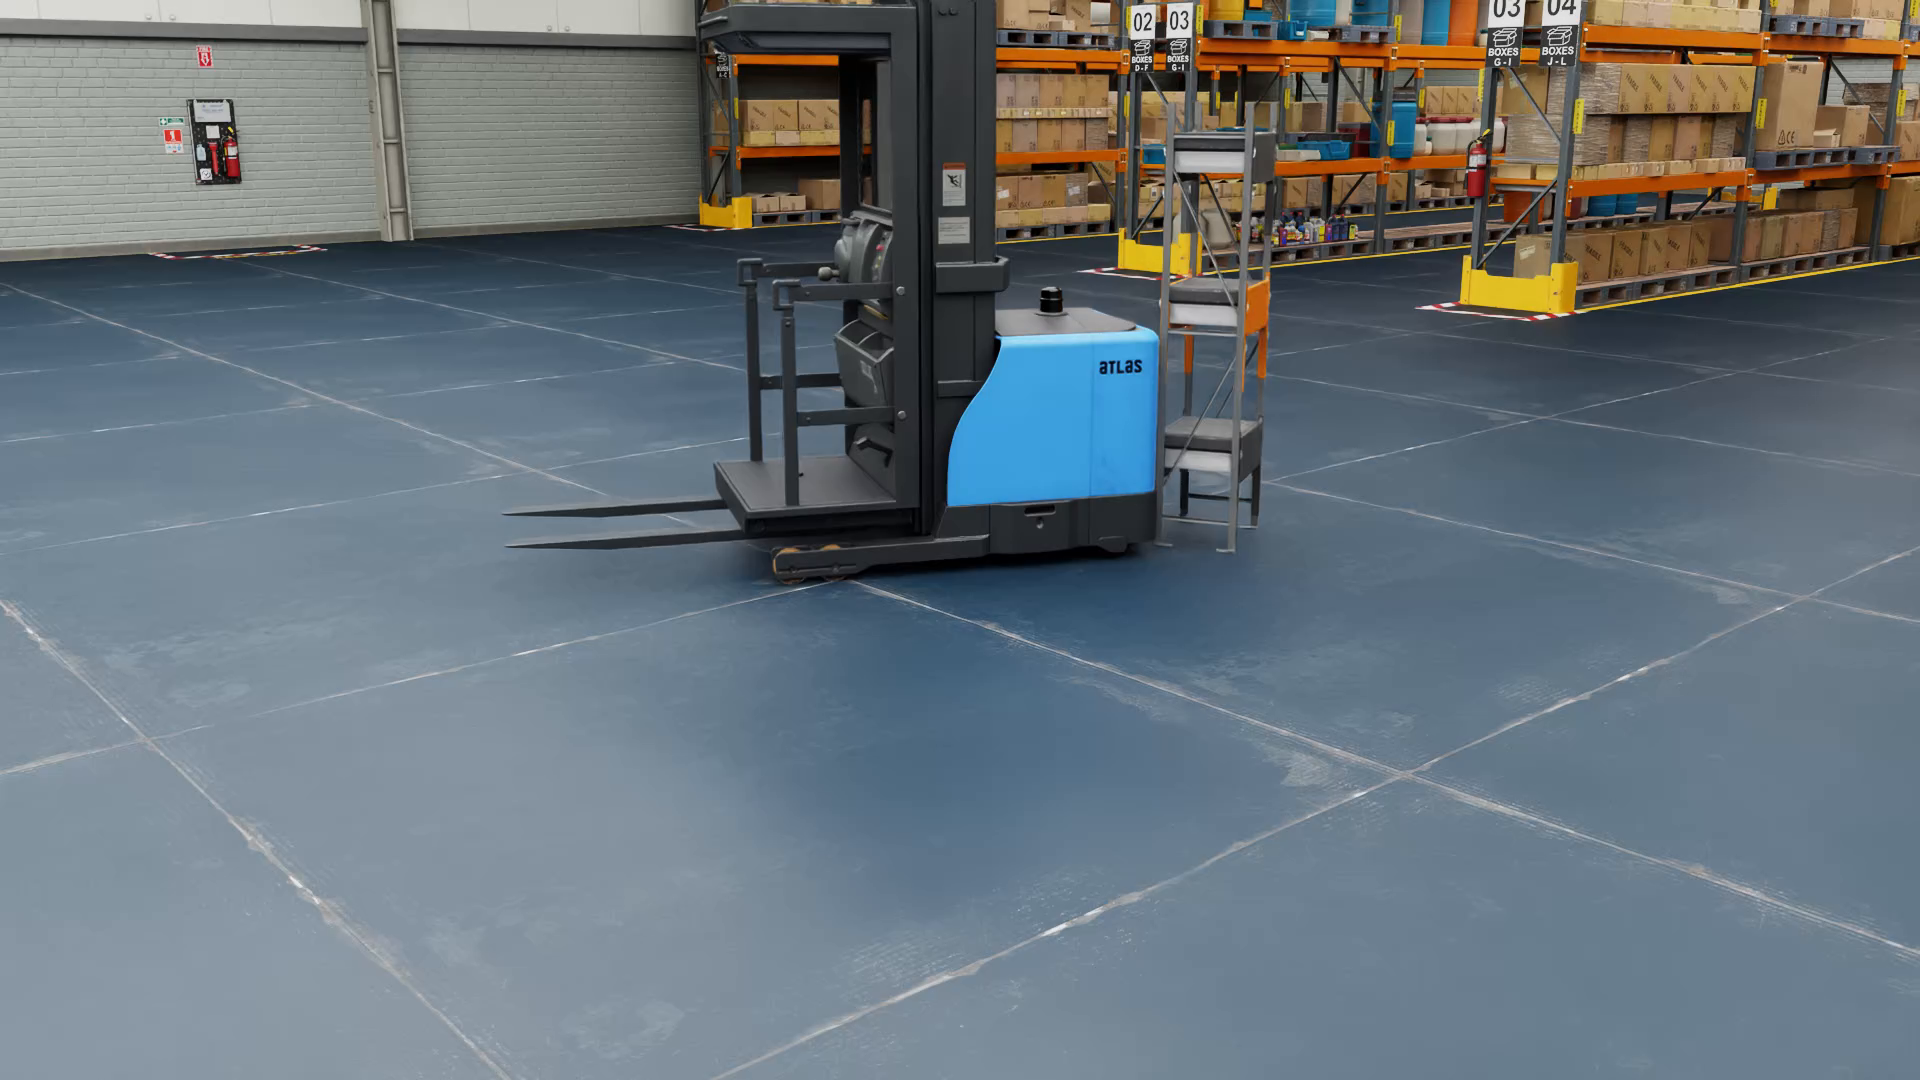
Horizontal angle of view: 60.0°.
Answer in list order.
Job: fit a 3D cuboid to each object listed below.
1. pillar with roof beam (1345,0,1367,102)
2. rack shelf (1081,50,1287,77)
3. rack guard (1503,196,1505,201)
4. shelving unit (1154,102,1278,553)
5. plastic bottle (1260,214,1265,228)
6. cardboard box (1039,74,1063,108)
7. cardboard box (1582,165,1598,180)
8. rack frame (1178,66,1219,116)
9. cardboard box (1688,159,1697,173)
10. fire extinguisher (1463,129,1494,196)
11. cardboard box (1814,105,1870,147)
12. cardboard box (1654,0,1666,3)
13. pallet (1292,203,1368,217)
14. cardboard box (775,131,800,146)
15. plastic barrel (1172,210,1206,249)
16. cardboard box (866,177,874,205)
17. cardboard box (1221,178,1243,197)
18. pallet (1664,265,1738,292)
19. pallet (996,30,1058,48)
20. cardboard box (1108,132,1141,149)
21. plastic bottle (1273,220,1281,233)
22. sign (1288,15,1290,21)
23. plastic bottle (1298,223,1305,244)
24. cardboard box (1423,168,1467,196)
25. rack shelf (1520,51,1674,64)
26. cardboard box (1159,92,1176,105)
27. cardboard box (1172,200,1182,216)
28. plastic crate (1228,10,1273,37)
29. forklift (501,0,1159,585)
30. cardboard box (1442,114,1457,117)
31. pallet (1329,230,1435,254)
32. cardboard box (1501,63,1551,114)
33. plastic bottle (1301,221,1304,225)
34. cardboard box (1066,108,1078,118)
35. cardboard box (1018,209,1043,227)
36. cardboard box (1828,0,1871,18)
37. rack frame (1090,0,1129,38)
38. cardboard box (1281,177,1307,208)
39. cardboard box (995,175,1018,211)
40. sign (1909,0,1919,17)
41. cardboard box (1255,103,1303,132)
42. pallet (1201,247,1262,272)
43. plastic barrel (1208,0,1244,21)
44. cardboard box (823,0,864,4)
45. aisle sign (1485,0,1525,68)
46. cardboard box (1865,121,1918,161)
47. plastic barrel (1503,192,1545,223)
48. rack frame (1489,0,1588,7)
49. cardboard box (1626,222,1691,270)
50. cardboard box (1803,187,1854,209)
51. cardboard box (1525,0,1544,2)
[{"bbox_3d":[12.344,-12.151,36.302,0.400,9.000,9.100,-13,19,-39],"label":"pillar with roof beam"},{"bbox_3d":[3.760,-7.908,27.626,4.000,0.370,1.077,-13,19,-39],"label":"rack shelf"},{"bbox_3d":[11.247,-7.280,34.537,0.348,0.500,1.175,-13,19,-39],"label":"rack guard"},{"bbox_3d":[1.232,-1.029,8.034,0.431,2.100,0.503,6,16,22],"label":"shelving unit"},{"bbox_3d":[4.156,-4.276,22.726,0.185,0.351,0.144,-13,20,-40],"label":"plastic bottle"},{"bbox_3d":[1.162,-6.896,25.547,0.500,0.500,0.700,-13,20,-39],"label":"cardboard box"},{"bbox_3d":[6.307,-3.780,17.077,0.250,0.149,0.380,-13,19,-39],"label":"cardboard box"},{"bbox_3d":[5.032,-8.787,35.334,0.127,3.000,1.000,-13,19,-39],"label":"rack frame"},{"bbox_3d":[7.969,-4.172,18.543,0.250,0.149,0.380,-13,19,-39],"label":"cardboard box"},{"bbox_3d":[5.345,-3.894,17.166,0.183,0.674,0.296,-13,19,-39],"label":"fire extinguisher"},{"bbox_3d":[11.033,-5.254,21.101,0.500,0.500,0.700,-9,18,-31],"label":"cardboard box"},{"bbox_3d":[7.097,-5.646,17.280,0.250,0.149,0.380,-14,20,-42],"label":"cardboard box"},{"bbox_3d":[6.777,-6.123,30.765,1.213,0.211,1.003,-13,19,-39],"label":"pallet"},{"bbox_3d":[-3.062,-6.803,28.158,0.500,0.250,0.500,-13,20,-41],"label":"cardboard box"},{"bbox_3d":[2.929,-3.953,21.243,0.421,0.512,0.421,0,15,0],"label":"plastic barrel"},{"bbox_3d":[-1.760,-6.253,29.839,0.500,0.500,0.500,14,21,43],"label":"cardboard box"},{"bbox_3d":[4.648,-6.065,28.571,0.500,0.311,0.500,-13,20,-40],"label":"cardboard box"},{"bbox_3d":[8.268,-3.071,19.338,1.213,0.211,1.003,-13,19,-39],"label":"pallet"},{"bbox_3d":[0.705,-7.519,24.947,1.213,0.211,1.003,-13,19,-39],"label":"pallet"},{"bbox_3d":[2.594,-6.487,27.016,0.500,0.250,0.500,-11,19,-36],"label":"cardboard box"},{"bbox_3d":[4.272,-4.215,22.644,0.135,0.276,0.152,-13,19,-39],"label":"plastic bottle"},{"bbox_3d":[5.627,-8.773,28.315,0.005,0.325,0.100,-13,19,-39],"label":"sign"},{"bbox_3d":[4.542,-4.076,22.130,0.097,0.271,0.097,0,15,0],"label":"plastic bottle"},{"bbox_3d":[9.700,-7.149,33.186,0.637,0.503,0.797,-13,19,-39],"label":"cardboard box"},{"bbox_3d":[10.027,-7.621,26.551,4.000,0.370,1.077,-13,19,-39],"label":"rack shelf"},{"bbox_3d":[4.071,-9.051,34.060,0.500,0.250,0.500,-12,19,-38],"label":"cardboard box"},{"bbox_3d":[3.494,-5.537,27.682,0.500,0.250,0.500,-13,20,-41],"label":"cardboard box"},{"bbox_3d":[3.724,-6.649,21.547,0.575,0.384,0.392,-13,19,-39],"label":"plastic crate"},{"bbox_3d":[-0.631,-1.364,7.677,3.031,2.935,1.130,-4,16,-16],"label":"forklift"},{"bbox_3d":[9.234,-7.992,32.165,0.500,0.500,0.500,-12,19,-38],"label":"cardboard box"},{"bbox_3d":[6.067,-4.296,23.926,1.213,0.211,1.003,-13,19,-39],"label":"pallet"},{"bbox_3d":[5.987,-4.678,17.242,0.500,0.500,0.500,-13,19,-39],"label":"cardboard box"},{"bbox_3d":[4.620,-4.145,22.365,0.133,0.283,0.061,-13,19,-39],"label":"plastic bottle"},{"bbox_3d":[1.606,-6.611,25.736,0.250,0.149,0.380,-13,20,-39],"label":"cardboard box"},{"bbox_3d":[0.917,-4.966,25.544,0.500,0.250,0.500,-13,19,-39],"label":"cardboard box"},{"bbox_3d":[10.810,-6.656,20.381,0.500,0.500,0.500,-12,19,-38],"label":"cardboard box"},{"bbox_3d":[2.252,-9.366,25.878,0.127,3.000,1.000,-13,19,-39],"label":"rack frame"},{"bbox_3d":[5.800,-6.172,29.535,0.500,0.500,0.500,-12,19,-37],"label":"cardboard box"},{"bbox_3d":[0.529,-5.247,25.142,0.500,0.500,0.500,-13,19,-39],"label":"cardboard box"},{"bbox_3d":[12.124,-6.809,21.116,0.005,0.325,0.100,-13,19,-39],"label":"sign"},{"bbox_3d":[5.670,-7.525,29.603,0.700,0.500,0.500,8,17,28],"label":"cardboard box"},{"bbox_3d":[3.126,-3.637,21.457,1.213,0.211,1.003,-13,19,-39],"label":"pallet"},{"bbox_3d":[3.259,-6.786,20.853,0.600,0.588,0.600,0,15,0],"label":"plastic barrel"},{"bbox_3d":[-1.997,-9.099,28.519,0.500,0.500,0.500,-14,20,-41],"label":"cardboard box"},{"bbox_3d":[5.490,-5.165,16.737,0.004,0.787,0.394,-13,19,-39],"label":"aisle sign"},{"bbox_3d":[12.314,-5.294,22.064,0.500,0.500,0.500,-12,19,-38],"label":"cardboard box"},{"bbox_3d":[8.876,-5.421,26.125,0.708,0.830,0.600,-13,19,-39],"label":"plastic barrel"},{"bbox_3d":[5.734,-6.760,16.119,0.127,3.000,1.000,-13,19,-39],"label":"rack frame"},{"bbox_3d":[7.996,-3.376,19.105,0.500,0.500,0.500,-6,16,-22],"label":"cardboard box"},{"bbox_3d":[11.283,-4.464,21.689,0.500,0.250,0.500,-12,19,-37],"label":"cardboard box"},{"bbox_3d":[5.739,-5.538,16.877,0.250,0.149,0.380,-13,19,-39],"label":"cardboard box"}]
